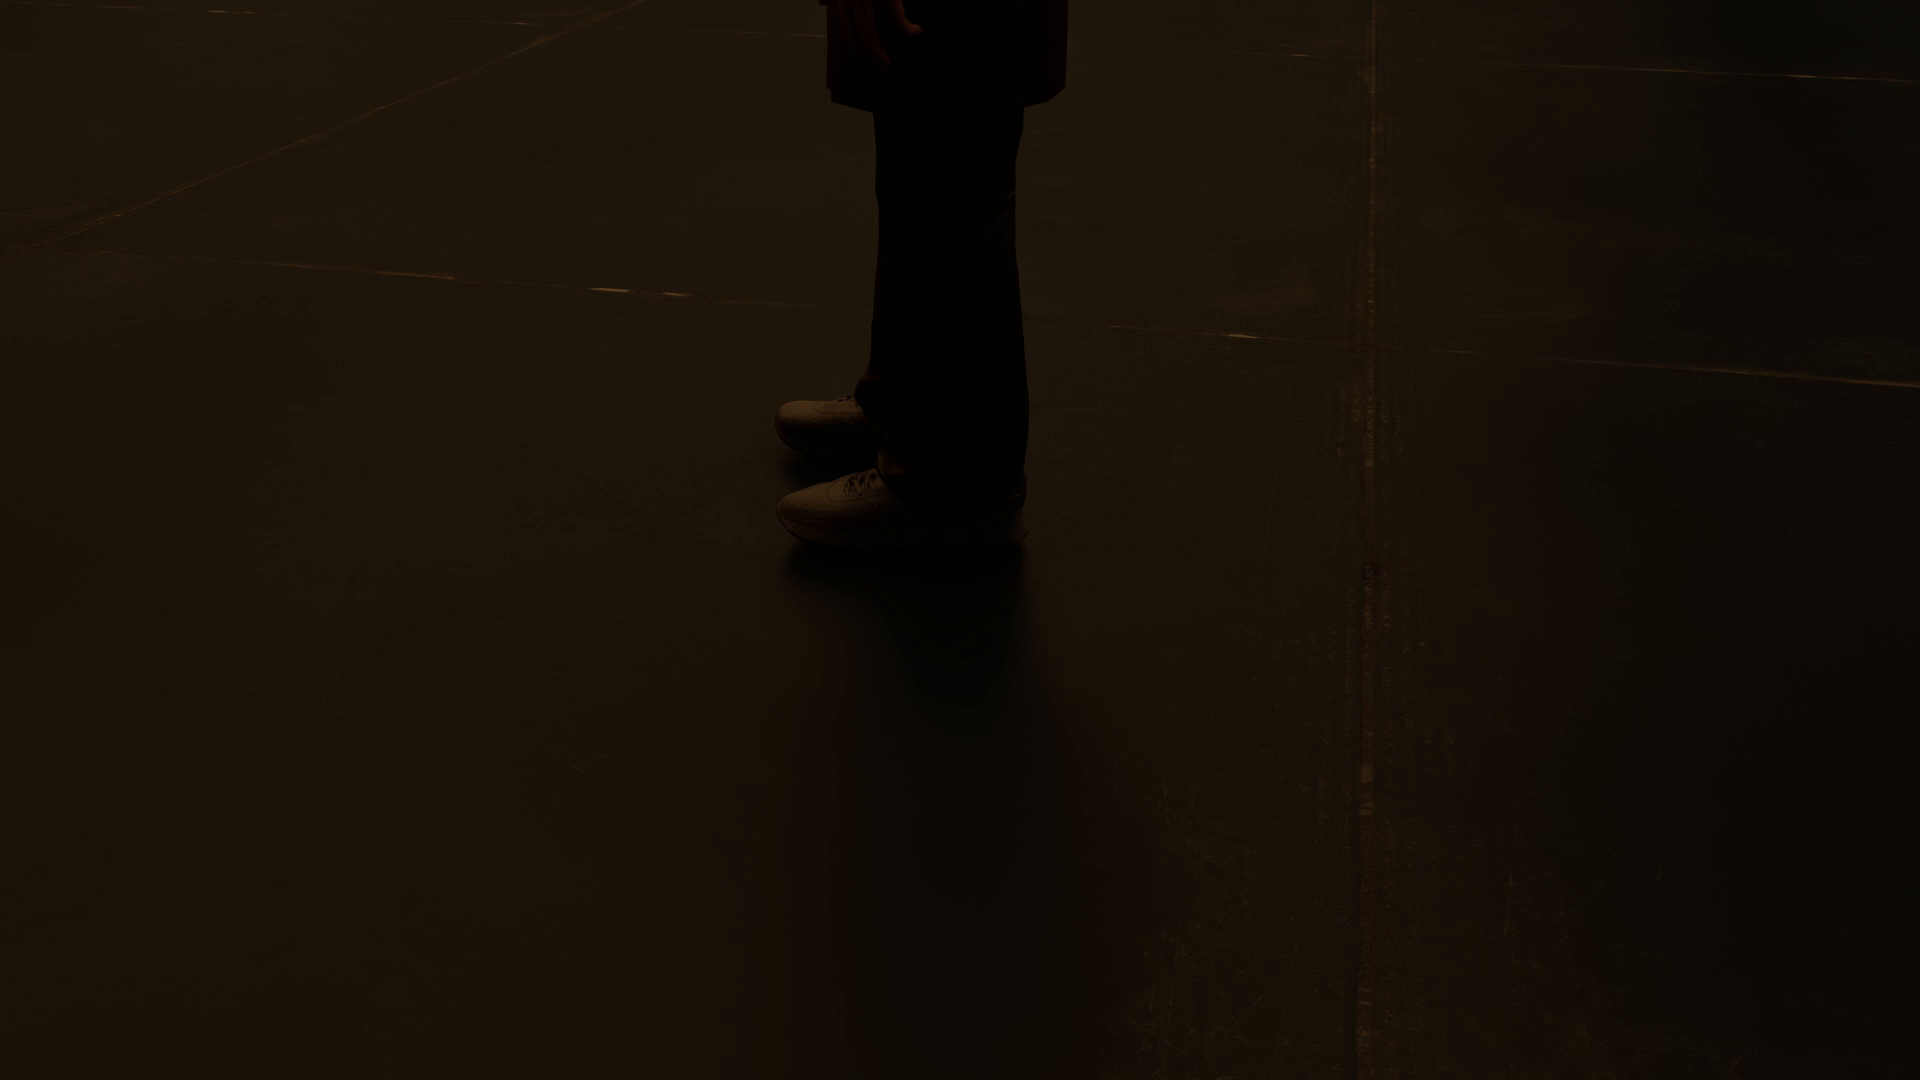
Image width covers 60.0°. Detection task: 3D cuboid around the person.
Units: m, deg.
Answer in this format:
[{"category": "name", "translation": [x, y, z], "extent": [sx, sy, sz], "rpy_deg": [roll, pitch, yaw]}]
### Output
[{"category": "person", "translation": [-0.089, -0.811, 2.117], "extent": [0.579, 1.778, 0.698], "rpy_deg": [6, 27, 11]}]
